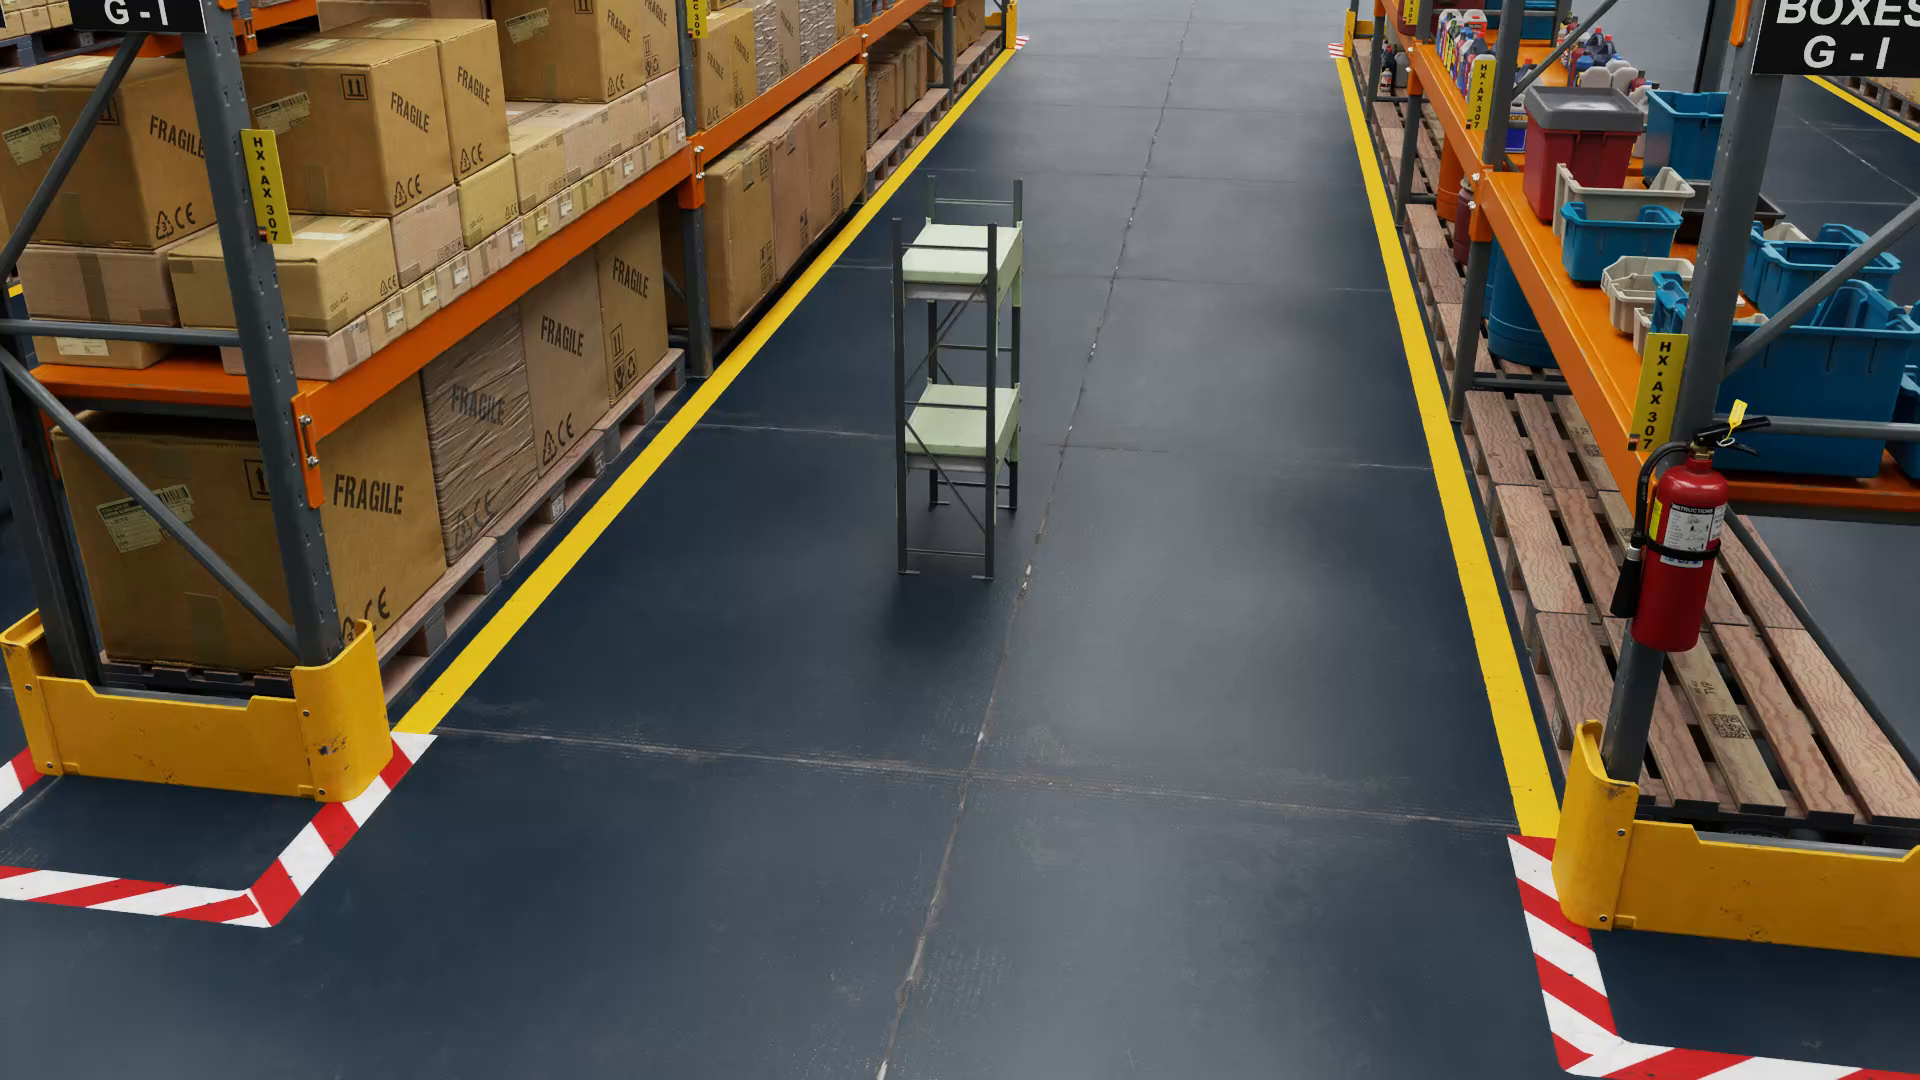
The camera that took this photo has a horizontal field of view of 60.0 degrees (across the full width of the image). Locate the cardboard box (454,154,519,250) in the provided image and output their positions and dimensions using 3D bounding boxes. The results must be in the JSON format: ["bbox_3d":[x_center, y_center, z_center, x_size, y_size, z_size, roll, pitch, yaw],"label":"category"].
[{"bbox_3d":[-2.015,-1.295,6.305,0.500,0.250,0.500,3,25,7],"label":"cardboard box"}]

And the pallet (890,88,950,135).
[{"bbox_3d":[-0.688,-4.049,15.651,1.003,0.211,1.213,4,25,9],"label":"pallet"}]

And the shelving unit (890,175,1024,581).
[{"bbox_3d":[0.001,-0.682,6.938,0.431,1.500,0.755,4,25,9],"label":"shelving unit"}]

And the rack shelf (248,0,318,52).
[{"bbox_3d":[-5.766,-4.861,14.946,1.077,0.370,4.000,4,25,9],"label":"rack shelf"}]

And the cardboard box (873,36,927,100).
[{"bbox_3d":[-0.684,-4.450,15.647,0.700,0.500,0.500,2,25,4],"label":"cardboard box"}]

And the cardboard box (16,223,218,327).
[{"bbox_3d":[-2.706,-0.907,5.475,0.500,0.250,0.500,4,25,8],"label":"cardboard box"}]

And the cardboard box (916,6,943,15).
[{"bbox_3d":[-0.348,-5.365,17.628,0.500,0.500,0.500,2,25,4],"label":"cardboard box"}]

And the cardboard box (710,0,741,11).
[{"bbox_3d":[-1.650,-3.345,9.558,0.797,0.503,0.637,4,25,9],"label":"cardboard box"}]

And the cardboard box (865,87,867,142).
[{"bbox_3d":[-1.127,-3.314,13.220,0.700,0.500,0.500,3,25,6],"label":"cardboard box"}]

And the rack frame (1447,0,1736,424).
[{"bbox_3d":[3.016,-1.949,7.875,1.000,3.000,0.127,4,25,9],"label":"rack frame"}]

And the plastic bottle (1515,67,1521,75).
[{"bbox_3d":[3.030,-2.440,9.077,0.097,0.271,0.097,0,25,0],"label":"plastic bottle"}]

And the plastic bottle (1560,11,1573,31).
[{"bbox_3d":[4.025,-3.370,11.049,0.061,0.283,0.133,4,25,9],"label":"plastic bottle"}]

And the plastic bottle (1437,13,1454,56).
[{"bbox_3d":[3.234,-3.358,11.038,0.097,0.271,0.097,0,25,0],"label":"plastic bottle"}]

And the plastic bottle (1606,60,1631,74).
[{"bbox_3d":[3.657,-2.544,9.293,0.152,0.276,0.135,4,25,9],"label":"plastic bottle"}]

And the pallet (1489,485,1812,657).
[{"bbox_3d":[2.737,0.136,6.710,1.003,0.211,1.213,4,25,9],"label":"pallet"}]

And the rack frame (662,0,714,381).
[{"bbox_3d":[-1.870,-2.292,8.608,1.000,3.000,0.127,4,25,9],"label":"rack frame"}]

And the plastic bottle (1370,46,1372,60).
[{"bbox_3d":[4.357,-5.119,17.431,0.097,0.201,0.097,0,25,0],"label":"plastic bottle"}]

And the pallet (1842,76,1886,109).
[{"bbox_3d":[9.578,-4.528,16.675,1.003,0.211,1.213,4,25,9],"label":"pallet"}]

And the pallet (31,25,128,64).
[{"bbox_3d":[-6.376,-3.433,11.272,1.003,0.211,1.213,4,25,9],"label":"pallet"}]

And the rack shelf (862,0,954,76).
[{"bbox_3d":[-0.890,-4.475,14.122,1.077,0.370,4.000,4,25,9],"label":"rack shelf"}]

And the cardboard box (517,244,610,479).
[{"bbox_3d":[-2.204,-0.873,7.587,0.875,0.875,0.875,4,25,9],"label":"cardboard box"}]

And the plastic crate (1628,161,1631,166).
[{"bbox_3d":[2.799,-1.672,7.523,0.396,0.136,0.243,4,25,9],"label":"plastic crate"}]

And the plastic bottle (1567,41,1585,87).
[{"bbox_3d":[3.665,-2.825,9.884,0.061,0.283,0.133,4,25,9],"label":"plastic bottle"}]

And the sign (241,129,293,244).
[{"bbox_3d":[-1.977,-1.006,4.746,0.100,0.325,0.005,4,25,9],"label":"sign"}]

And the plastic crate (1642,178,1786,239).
[{"bbox_3d":[3.098,-1.364,6.881,0.437,0.125,0.590,4,25,9],"label":"plastic crate"}]

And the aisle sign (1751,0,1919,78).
[{"bbox_3d":[2.062,-1.443,3.729,0.394,0.787,0.004,4,25,9],"label":"aisle sign"}]

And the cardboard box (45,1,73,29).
[{"bbox_3d":[-6.021,-3.434,10.848,0.380,0.149,0.250,4,25,8],"label":"cardboard box"}]

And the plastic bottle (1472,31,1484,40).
[{"bbox_3d":[3.331,-3.179,10.737,0.097,0.201,0.097,0,25,0],"label":"plastic bottle"}]

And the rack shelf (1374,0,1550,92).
[{"bbox_3d":[3.997,-4.132,13.388,1.077,0.370,4.000,4,25,9],"label":"rack shelf"}]

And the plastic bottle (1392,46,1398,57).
[{"bbox_3d":[4.334,-4.772,16.592,0.061,0.283,0.133,4,25,9],"label":"plastic bottle"}]

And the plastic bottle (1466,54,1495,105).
[{"bbox_3d":[2.964,-2.597,9.406,0.152,0.276,0.135,4,25,9],"label":"plastic bottle"}]

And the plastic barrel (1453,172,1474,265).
[{"bbox_3d":[3.422,-2.042,10.422,0.600,0.588,0.708,4,25,9],"label":"plastic barrel"}]

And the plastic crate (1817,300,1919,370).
[{"bbox_3d":[2.835,-0.583,5.084,0.416,0.233,0.300,4,25,9],"label":"plastic crate"}]

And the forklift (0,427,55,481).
[{"bbox_3d":[-4.749,-1.047,6.030,1.130,2.935,3.031,3,25,7],"label":"forklift"}]

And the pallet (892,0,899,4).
[{"bbox_3d":[-0.933,-4.709,13.998,1.003,0.211,1.213,4,25,9],"label":"pallet"}]

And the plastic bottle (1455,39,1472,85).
[{"bbox_3d":[3.046,-2.875,10.006,0.097,0.271,0.097,0,25,0],"label":"plastic bottle"}]

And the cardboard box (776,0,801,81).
[{"bbox_3d":[-1.306,-3.148,10.320,0.500,0.500,0.500,5,25,10],"label":"cardboard box"}]

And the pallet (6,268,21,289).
[{"bbox_3d":[-6.621,-1.741,10.719,1.003,0.211,1.213,4,25,9],"label":"pallet"}]

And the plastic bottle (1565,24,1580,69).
[{"bbox_3d":[3.918,-3.140,10.571,0.097,0.271,0.097,0,25,0],"label":"plastic bottle"}]

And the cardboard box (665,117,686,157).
[{"bbox_3d":[-1.597,-2.028,8.340,0.380,0.149,0.250,4,25,9],"label":"cardboard box"}]

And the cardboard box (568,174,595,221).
[{"bbox_3d":[-1.806,-1.490,7.192,0.380,0.149,0.250,4,25,8],"label":"cardboard box"}]

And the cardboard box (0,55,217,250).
[{"bbox_3d":[-2.703,-1.247,5.318,0.500,0.500,0.500,4,25,9],"label":"cardboard box"}]

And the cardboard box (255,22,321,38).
[{"bbox_3d":[-5.765,-4.136,14.707,1.050,0.750,0.750,4,25,9],"label":"cardboard box"}]

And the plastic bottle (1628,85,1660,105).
[{"bbox_3d":[3.528,-2.213,8.585,0.152,0.276,0.135,4,25,9],"label":"plastic bottle"}]

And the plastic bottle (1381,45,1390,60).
[{"bbox_3d":[4.176,-4.664,16.281,0.144,0.351,0.185,3,25,6],"label":"plastic bottle"}]

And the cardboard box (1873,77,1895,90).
[{"bbox_3d":[9.229,-4.522,16.121,0.500,0.250,0.500,4,25,9],"label":"cardboard box"}]

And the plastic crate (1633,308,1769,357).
[{"bbox_3d":[2.379,-0.657,5.356,0.396,0.136,0.243,4,25,9],"label":"plastic crate"}]

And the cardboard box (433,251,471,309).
[{"bbox_3d":[-2.017,-0.954,6.047,0.380,0.149,0.250,4,25,8],"label":"cardboard box"}]

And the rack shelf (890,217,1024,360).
[{"bbox_3d":[0.001,-1.036,6.773,0.431,0.370,0.720,4,25,9],"label":"rack shelf"}]

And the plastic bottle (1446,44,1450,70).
[{"bbox_3d":[3.137,-3.077,10.520,0.097,0.201,0.097,0,25,0],"label":"plastic bottle"}]

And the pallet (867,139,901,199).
[{"bbox_3d":[-1.087,-3.029,13.471,1.003,0.211,1.213,4,25,9],"label":"pallet"}]
